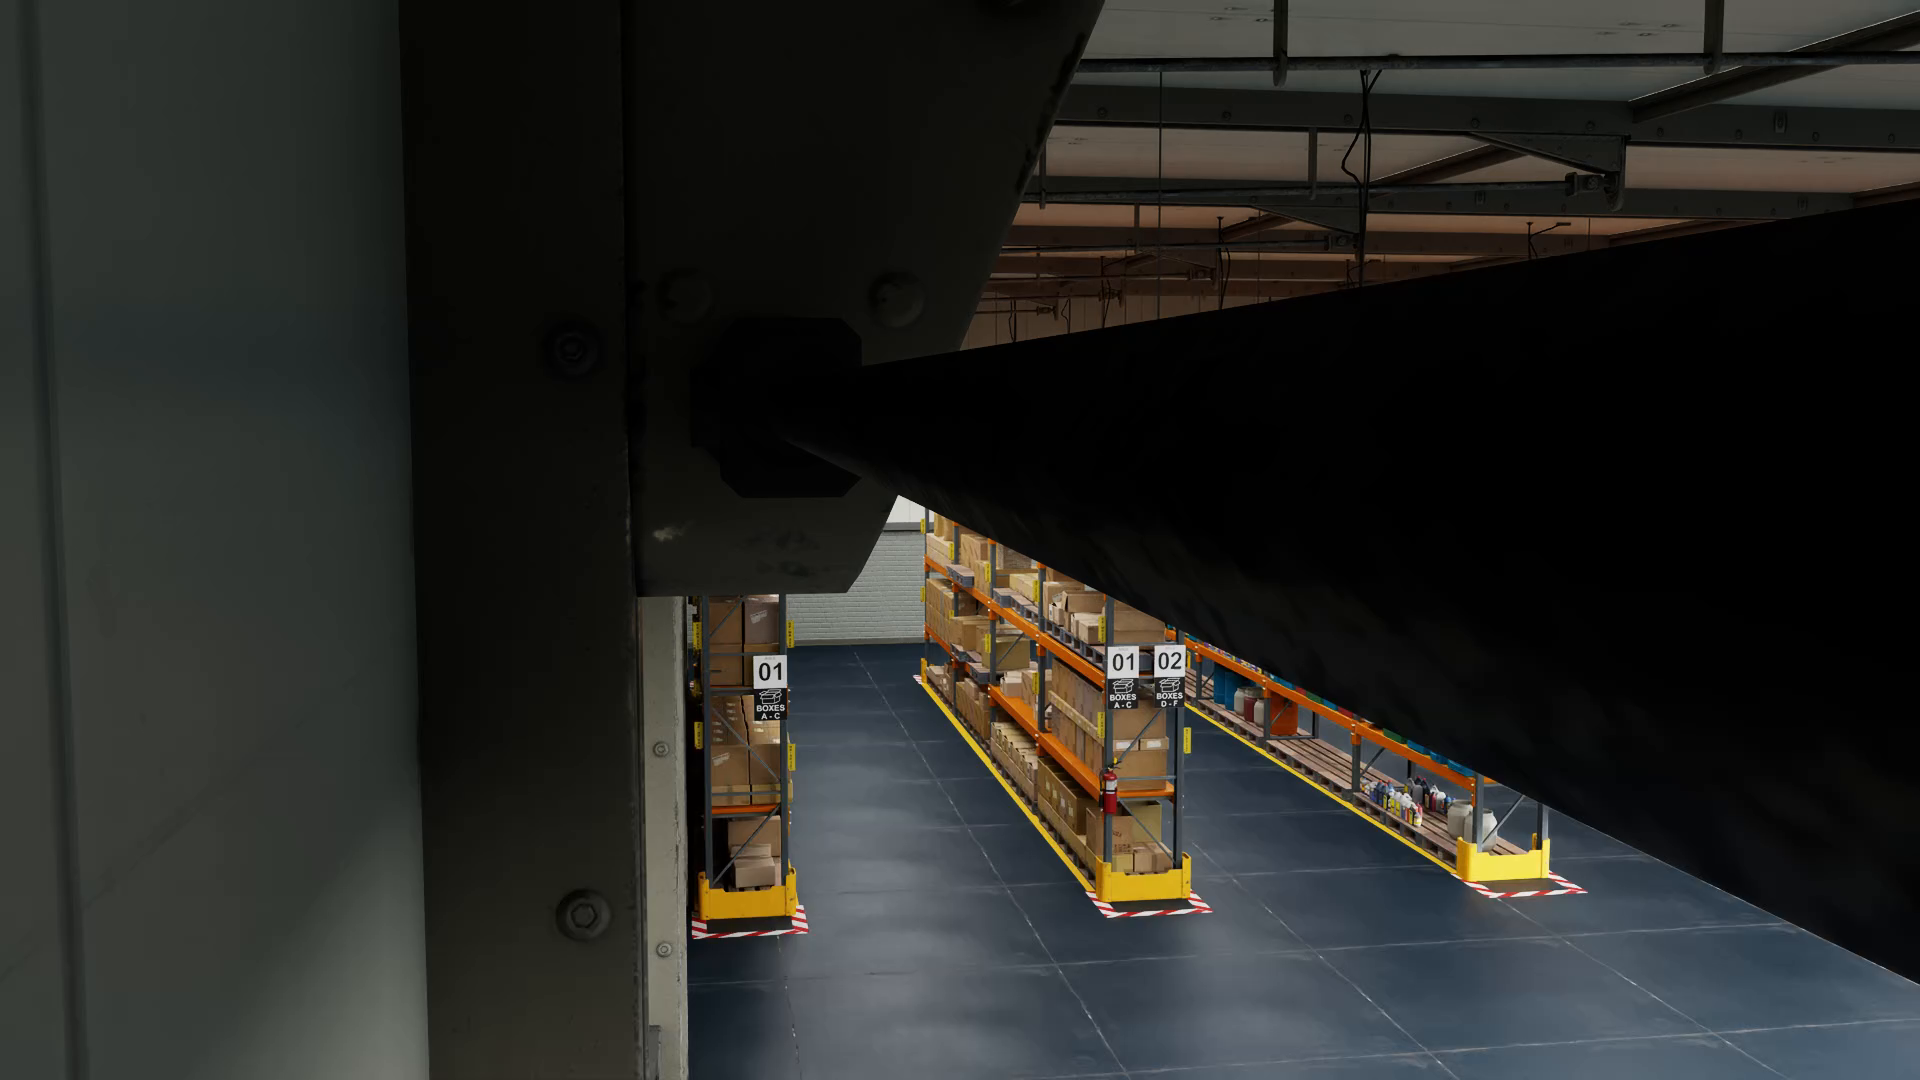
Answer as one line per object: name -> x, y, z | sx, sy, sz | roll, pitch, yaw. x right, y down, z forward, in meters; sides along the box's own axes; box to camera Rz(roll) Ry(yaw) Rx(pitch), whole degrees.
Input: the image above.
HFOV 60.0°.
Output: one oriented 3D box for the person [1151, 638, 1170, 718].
person -> 3.830, 2.707, 31.282 | 0.644, 1.752, 0.596 | 0, 5, 1
